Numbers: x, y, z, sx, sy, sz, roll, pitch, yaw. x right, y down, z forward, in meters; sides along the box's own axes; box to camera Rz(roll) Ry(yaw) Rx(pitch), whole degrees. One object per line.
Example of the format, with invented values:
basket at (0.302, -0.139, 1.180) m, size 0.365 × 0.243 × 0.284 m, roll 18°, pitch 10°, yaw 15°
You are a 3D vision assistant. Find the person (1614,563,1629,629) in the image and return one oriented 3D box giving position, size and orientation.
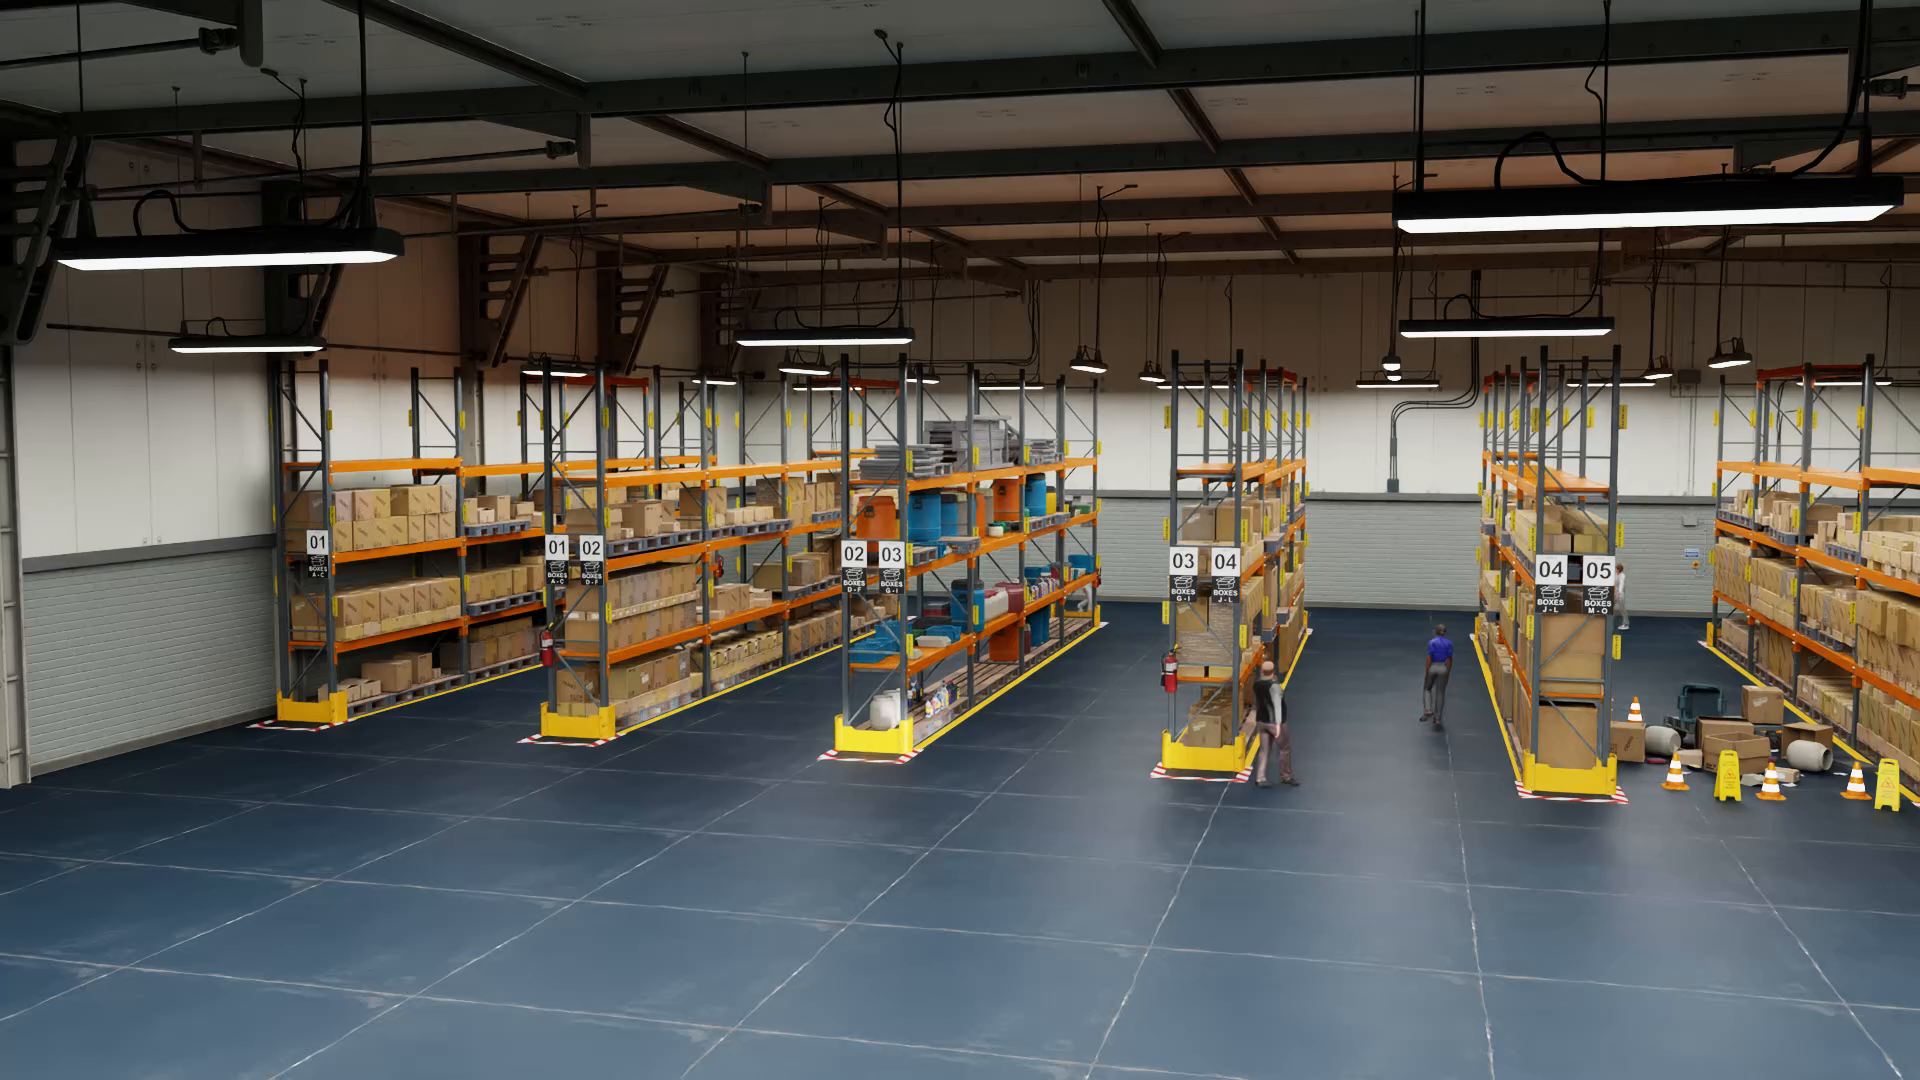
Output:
person at (15.682, 1.376, 39.623) m, size 0.597 × 1.647 × 0.450 m, roll -1°, pitch 4°, yaw -9°

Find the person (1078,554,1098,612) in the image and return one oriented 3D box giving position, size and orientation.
person at (3.238, 1.160, 41.931) m, size 0.442 × 1.639 × 0.852 m, roll -3°, pitch 5°, yaw -38°

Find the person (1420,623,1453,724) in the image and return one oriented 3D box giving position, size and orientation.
person at (7.849, 2.194, 27.394) m, size 0.506 × 1.650 × 0.439 m, roll 1°, pitch 4°, yaw 15°

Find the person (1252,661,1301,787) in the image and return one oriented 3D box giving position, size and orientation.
person at (4.311, 2.515, 22.751) m, size 0.635 × 1.734 × 0.539 m, roll -3°, pitch 5°, yaw -37°
